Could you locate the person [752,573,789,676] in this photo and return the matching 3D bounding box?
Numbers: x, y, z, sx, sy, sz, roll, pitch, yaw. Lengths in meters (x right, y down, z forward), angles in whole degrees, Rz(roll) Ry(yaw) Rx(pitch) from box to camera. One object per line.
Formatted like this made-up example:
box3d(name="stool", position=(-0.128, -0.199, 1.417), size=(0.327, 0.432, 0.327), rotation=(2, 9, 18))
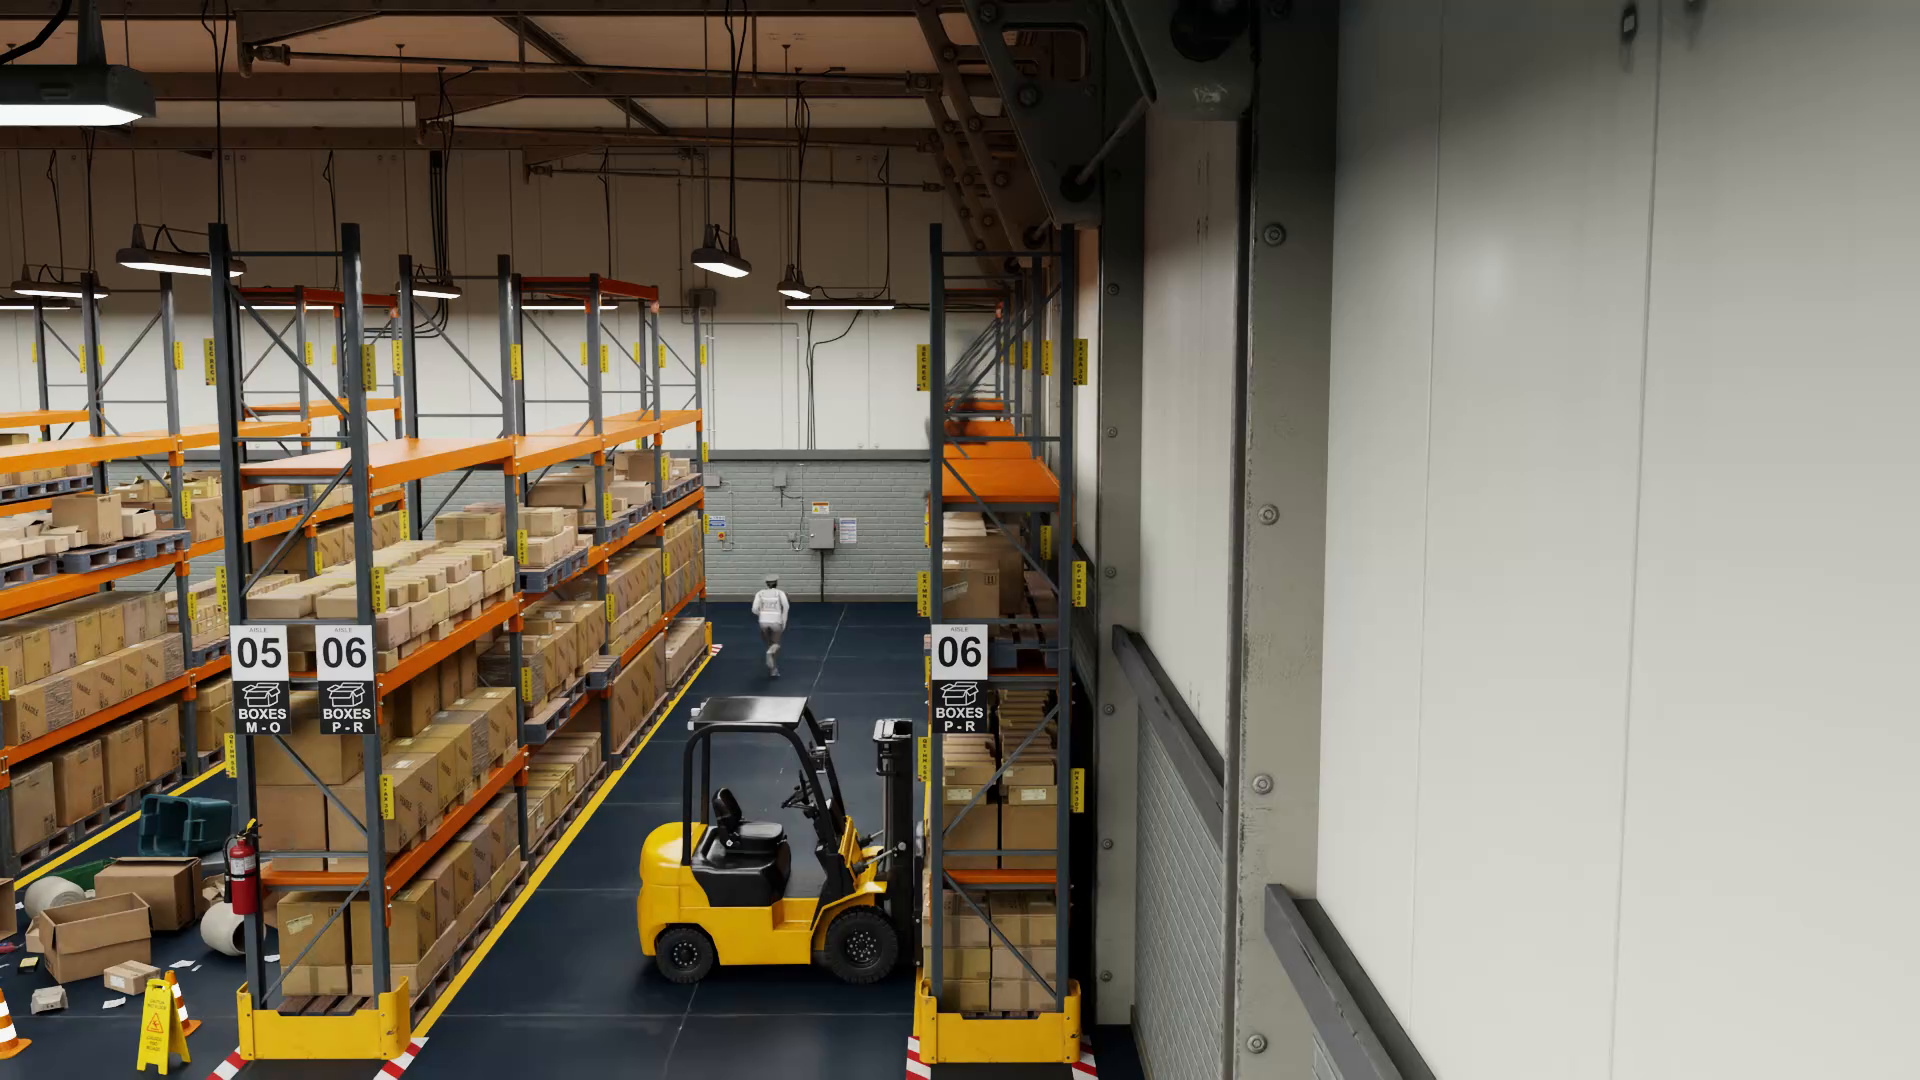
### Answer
box3d(name="person", position=(-2.963, 1.356, 26.021), size=(0.609, 1.620, 0.693), rotation=(0, 7, 2))
